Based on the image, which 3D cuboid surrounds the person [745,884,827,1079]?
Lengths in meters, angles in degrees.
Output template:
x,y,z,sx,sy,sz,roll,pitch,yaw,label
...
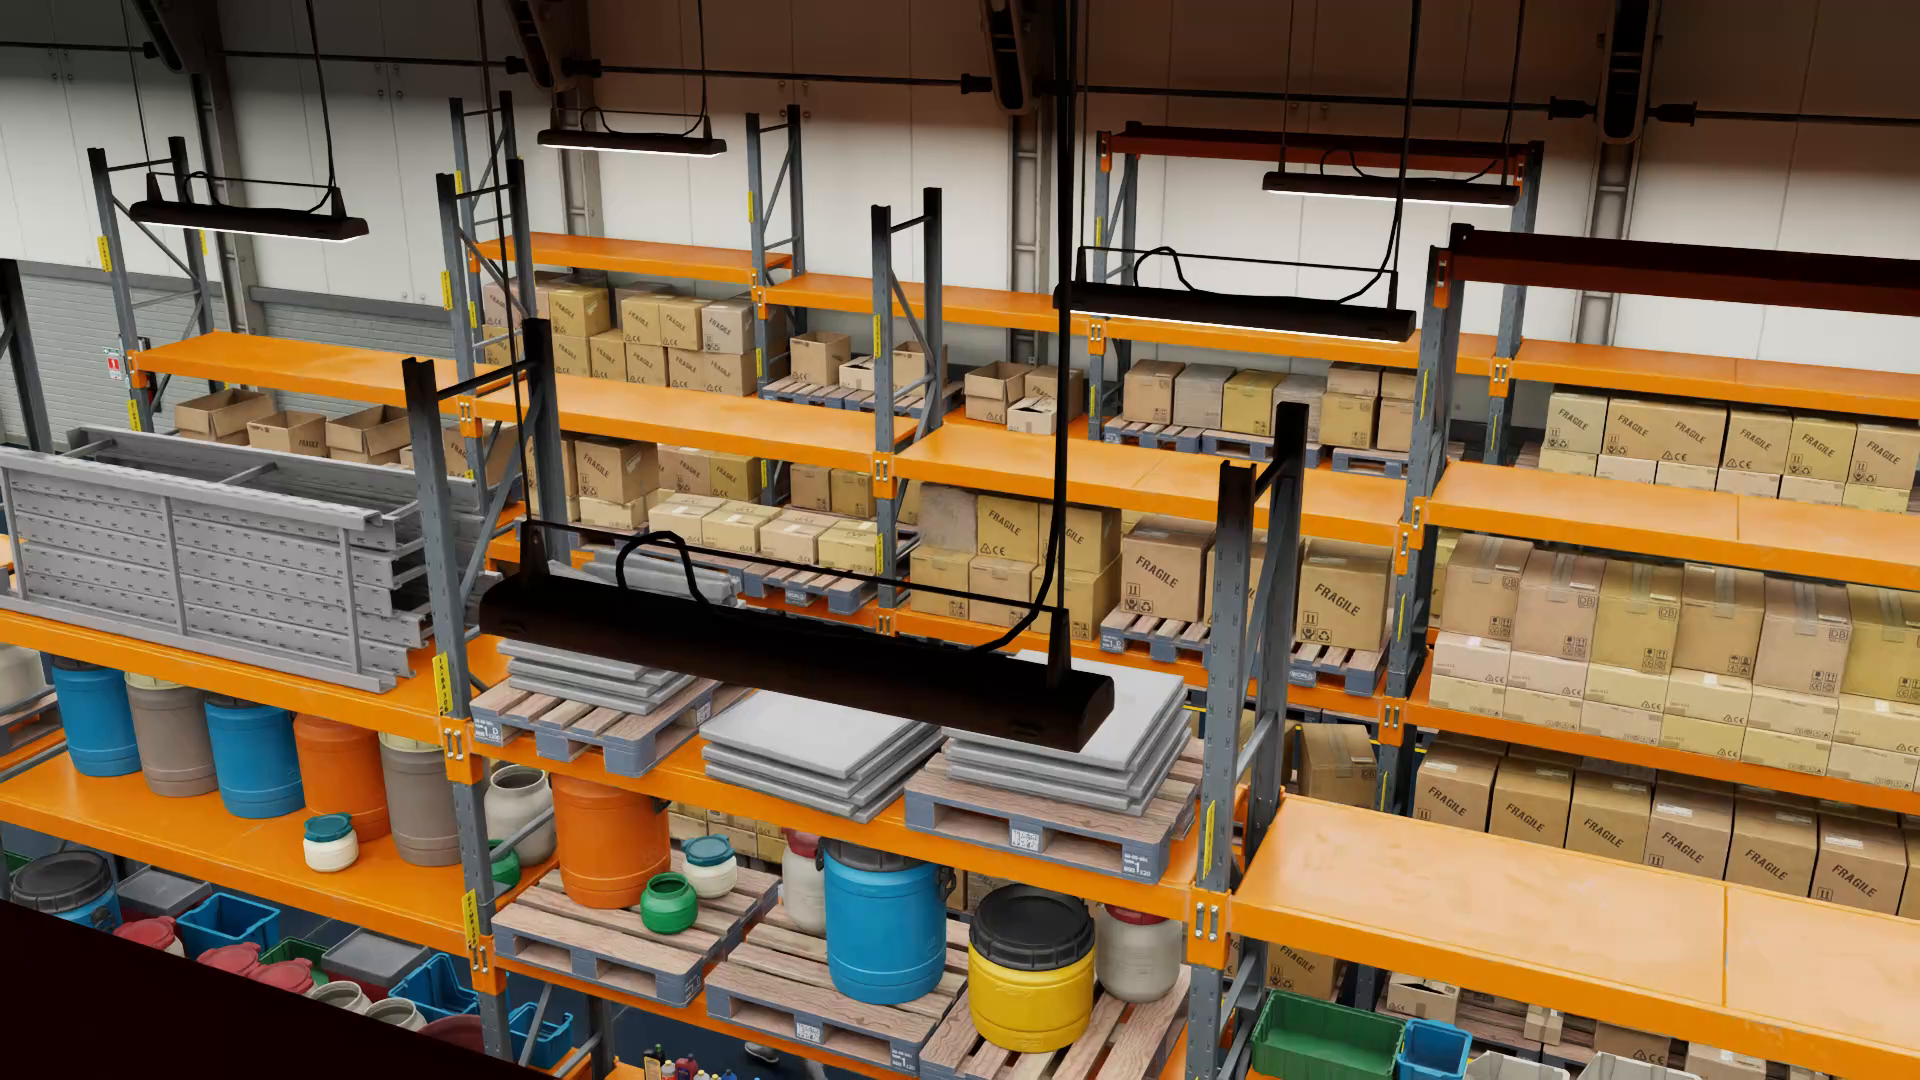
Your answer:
x,y,z,sx,sy,sz,roll,pitch,yaw,label
-1.261,3.175,11.845,0.956,1.633,0.462,15,25,35,person
